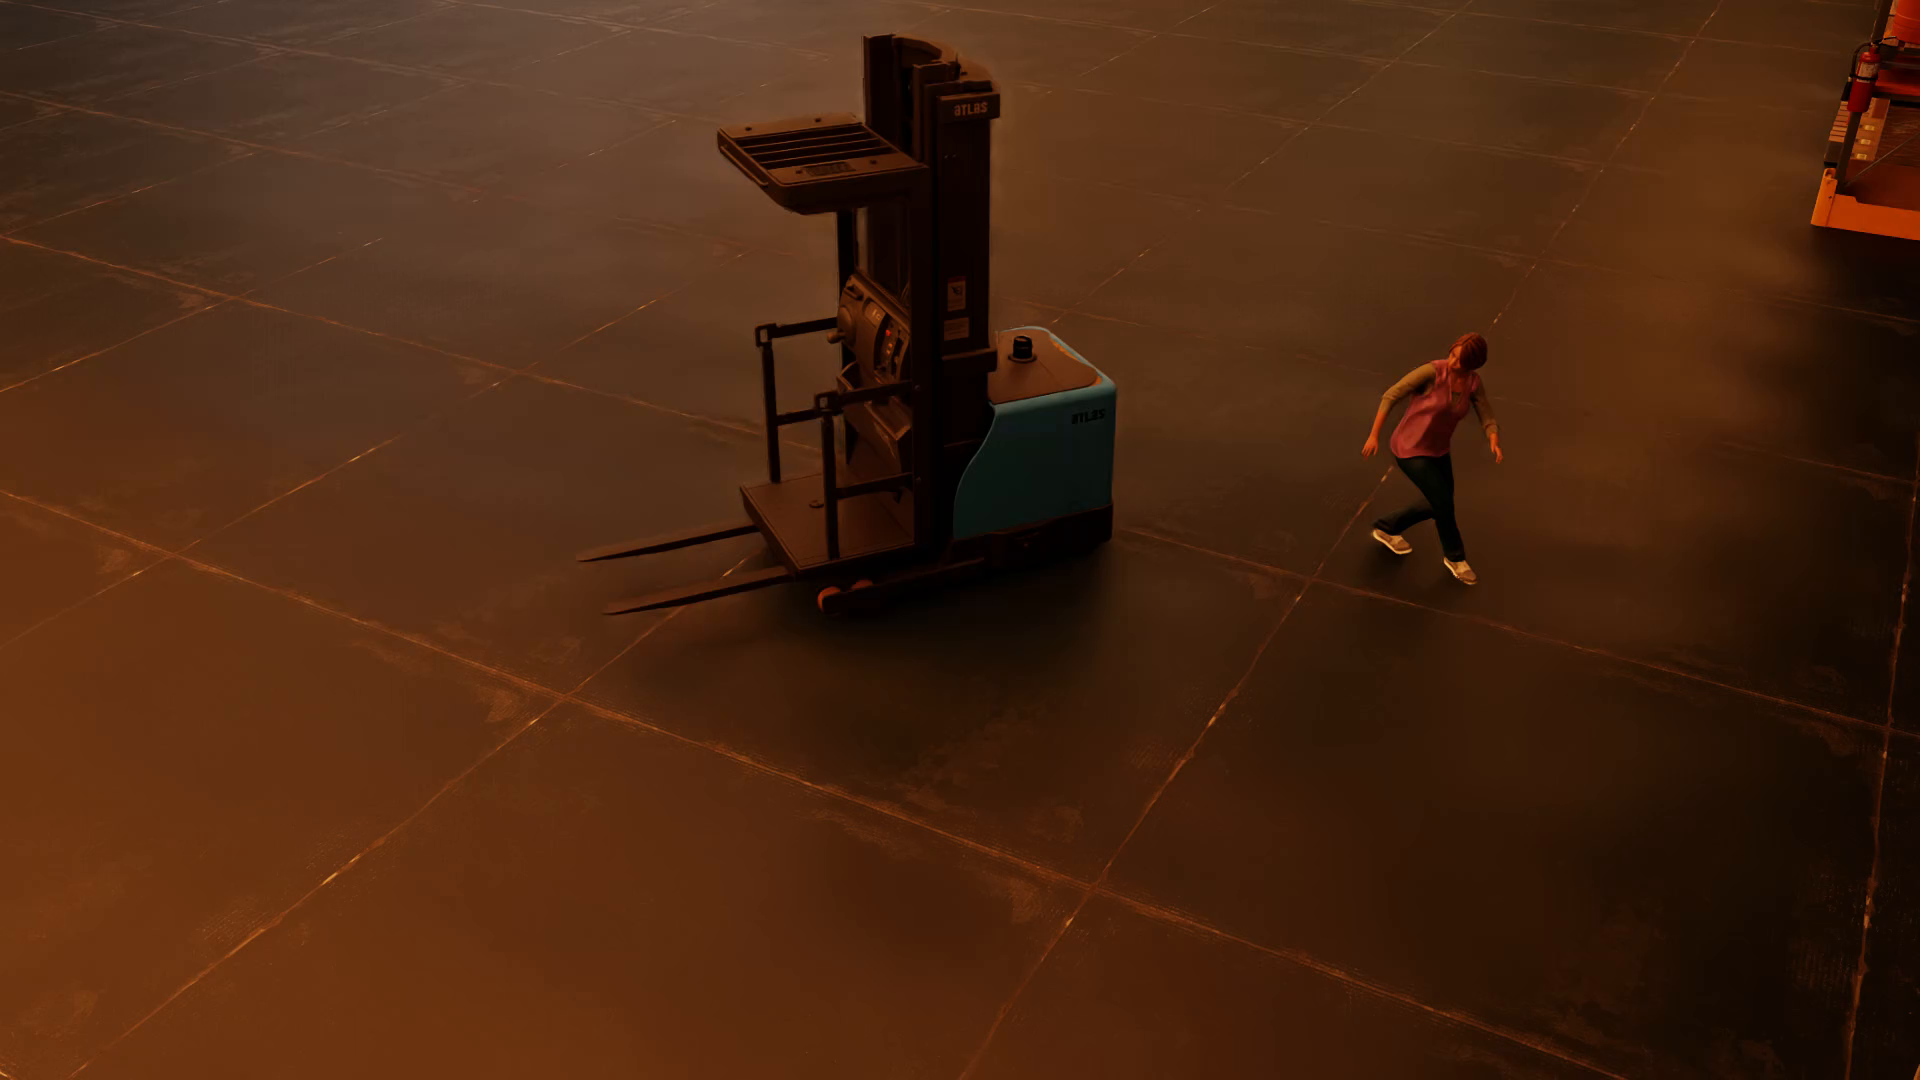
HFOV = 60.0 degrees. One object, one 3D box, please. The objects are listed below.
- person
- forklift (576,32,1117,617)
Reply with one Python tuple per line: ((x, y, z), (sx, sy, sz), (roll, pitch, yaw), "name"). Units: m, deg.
((2.664, -0.450, 9.342), (0.676, 1.481, 0.755), (-18, 34, -28), "person")
((-0.656, -1.142, 9.049), (3.031, 2.935, 1.130), (-13, 32, -21), "forklift")
